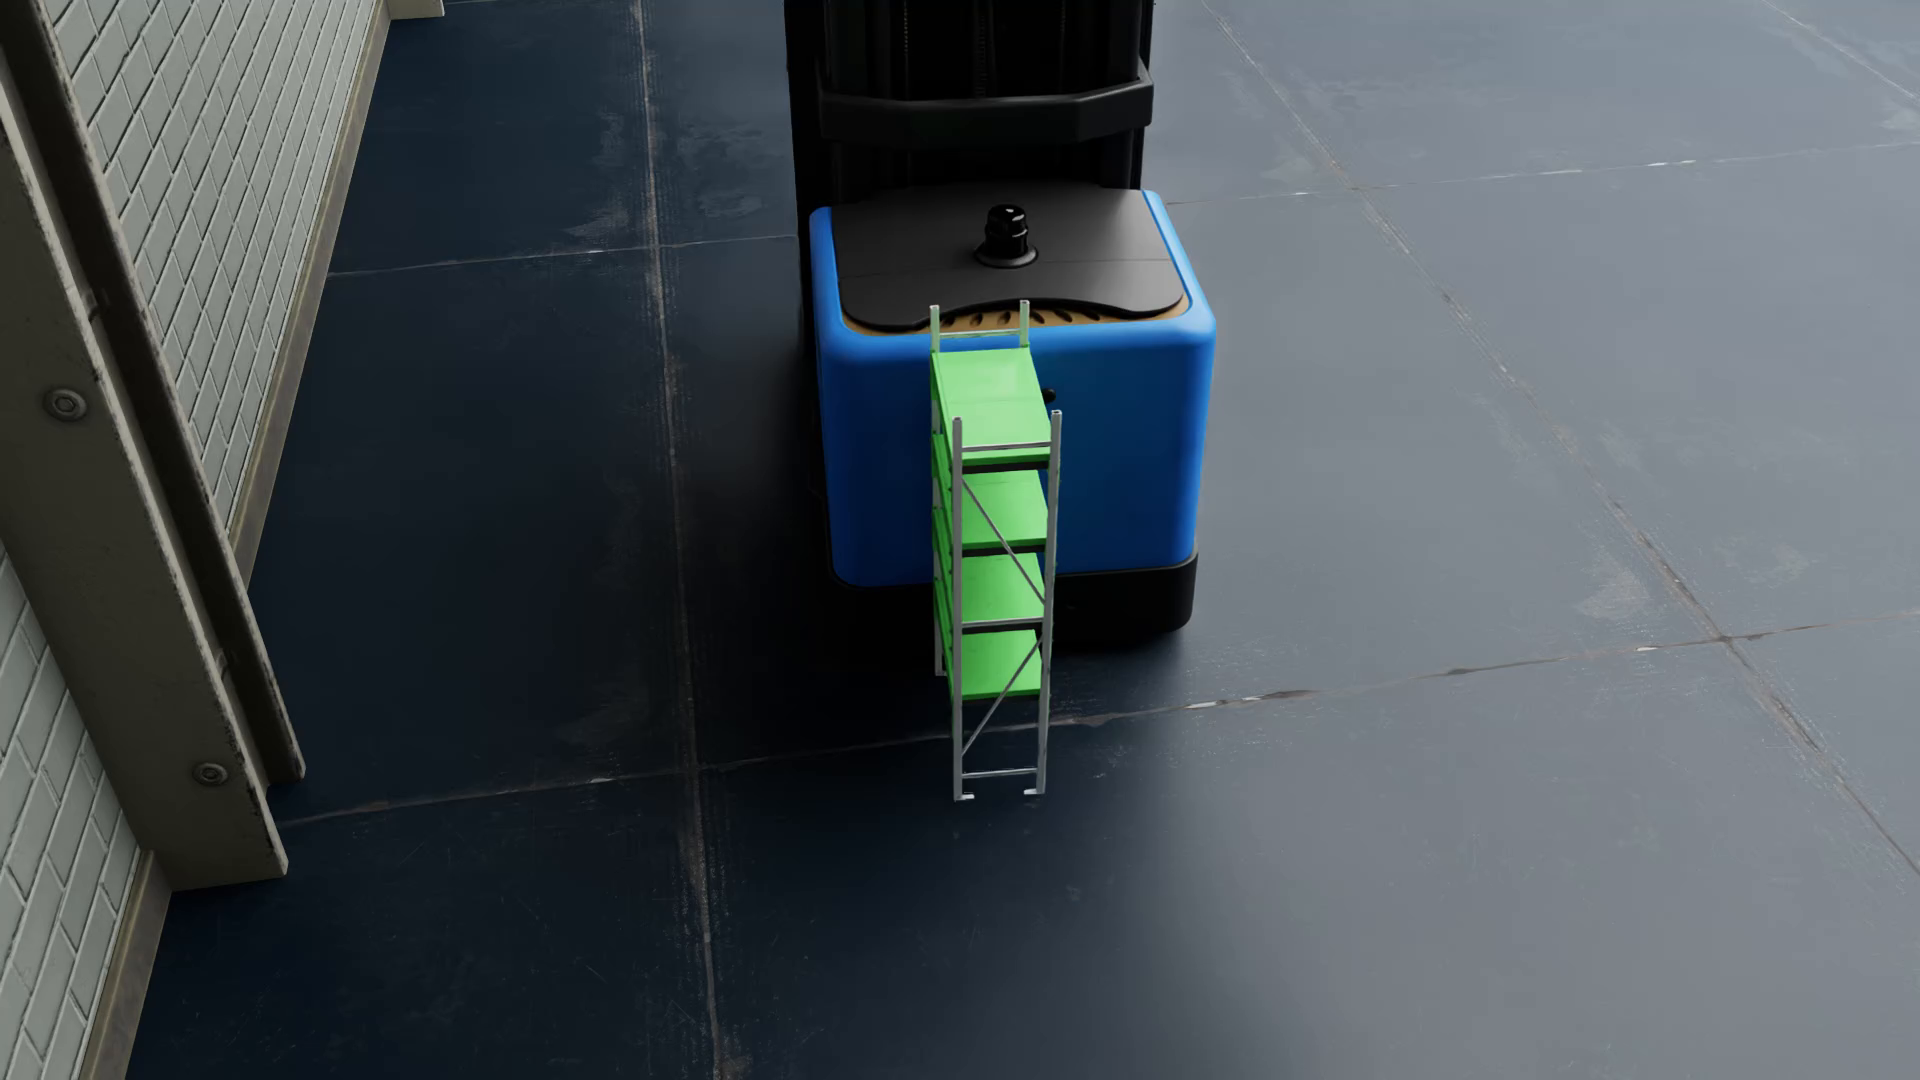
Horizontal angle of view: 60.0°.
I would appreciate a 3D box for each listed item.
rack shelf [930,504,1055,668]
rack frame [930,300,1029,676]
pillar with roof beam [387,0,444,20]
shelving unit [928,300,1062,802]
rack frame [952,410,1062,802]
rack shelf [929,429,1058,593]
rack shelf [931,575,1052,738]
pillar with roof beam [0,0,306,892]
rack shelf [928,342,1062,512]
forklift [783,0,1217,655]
[{"bbox_3d":[0.076,0.102,4.245,0.258,0.148,0.480,-4,38,-5],"label":"rack shelf"},{"bbox_3d":[0.048,-0.097,4.397,0.240,1.200,0.015,-4,38,-5],"label":"rack frame"},{"bbox_3d":[1.310,-6.901,6.798,9.100,9.000,0.400,-6,38,-8],"label":"pillar with roof beam"},{"bbox_3d":[0.076,0.052,4.206,0.258,1.200,0.503,-4,38,-5],"label":"shelving unit"},{"bbox_3d":[0.103,0.200,4.014,0.240,1.200,0.015,-4,38,-5],"label":"rack frame"},{"bbox_3d":[0.076,-0.088,4.098,0.258,0.148,0.480,-4,38,-5],"label":"rack shelf"},{"bbox_3d":[0.076,0.292,4.392,0.258,0.148,0.480,-4,38,-5],"label":"rack shelf"},{"bbox_3d":[2.362,-3.277,2.133,9.100,9.000,0.400,-6,38,-8],"label":"pillar with roof beam"},{"bbox_3d":[0.076,-0.277,3.950,0.258,0.148,0.480,-4,38,-5],"label":"rack shelf"},{"bbox_3d":[-0.003,-1.726,5.082,1.130,2.935,3.031,-4,38,-5],"label":"forklift"}]
